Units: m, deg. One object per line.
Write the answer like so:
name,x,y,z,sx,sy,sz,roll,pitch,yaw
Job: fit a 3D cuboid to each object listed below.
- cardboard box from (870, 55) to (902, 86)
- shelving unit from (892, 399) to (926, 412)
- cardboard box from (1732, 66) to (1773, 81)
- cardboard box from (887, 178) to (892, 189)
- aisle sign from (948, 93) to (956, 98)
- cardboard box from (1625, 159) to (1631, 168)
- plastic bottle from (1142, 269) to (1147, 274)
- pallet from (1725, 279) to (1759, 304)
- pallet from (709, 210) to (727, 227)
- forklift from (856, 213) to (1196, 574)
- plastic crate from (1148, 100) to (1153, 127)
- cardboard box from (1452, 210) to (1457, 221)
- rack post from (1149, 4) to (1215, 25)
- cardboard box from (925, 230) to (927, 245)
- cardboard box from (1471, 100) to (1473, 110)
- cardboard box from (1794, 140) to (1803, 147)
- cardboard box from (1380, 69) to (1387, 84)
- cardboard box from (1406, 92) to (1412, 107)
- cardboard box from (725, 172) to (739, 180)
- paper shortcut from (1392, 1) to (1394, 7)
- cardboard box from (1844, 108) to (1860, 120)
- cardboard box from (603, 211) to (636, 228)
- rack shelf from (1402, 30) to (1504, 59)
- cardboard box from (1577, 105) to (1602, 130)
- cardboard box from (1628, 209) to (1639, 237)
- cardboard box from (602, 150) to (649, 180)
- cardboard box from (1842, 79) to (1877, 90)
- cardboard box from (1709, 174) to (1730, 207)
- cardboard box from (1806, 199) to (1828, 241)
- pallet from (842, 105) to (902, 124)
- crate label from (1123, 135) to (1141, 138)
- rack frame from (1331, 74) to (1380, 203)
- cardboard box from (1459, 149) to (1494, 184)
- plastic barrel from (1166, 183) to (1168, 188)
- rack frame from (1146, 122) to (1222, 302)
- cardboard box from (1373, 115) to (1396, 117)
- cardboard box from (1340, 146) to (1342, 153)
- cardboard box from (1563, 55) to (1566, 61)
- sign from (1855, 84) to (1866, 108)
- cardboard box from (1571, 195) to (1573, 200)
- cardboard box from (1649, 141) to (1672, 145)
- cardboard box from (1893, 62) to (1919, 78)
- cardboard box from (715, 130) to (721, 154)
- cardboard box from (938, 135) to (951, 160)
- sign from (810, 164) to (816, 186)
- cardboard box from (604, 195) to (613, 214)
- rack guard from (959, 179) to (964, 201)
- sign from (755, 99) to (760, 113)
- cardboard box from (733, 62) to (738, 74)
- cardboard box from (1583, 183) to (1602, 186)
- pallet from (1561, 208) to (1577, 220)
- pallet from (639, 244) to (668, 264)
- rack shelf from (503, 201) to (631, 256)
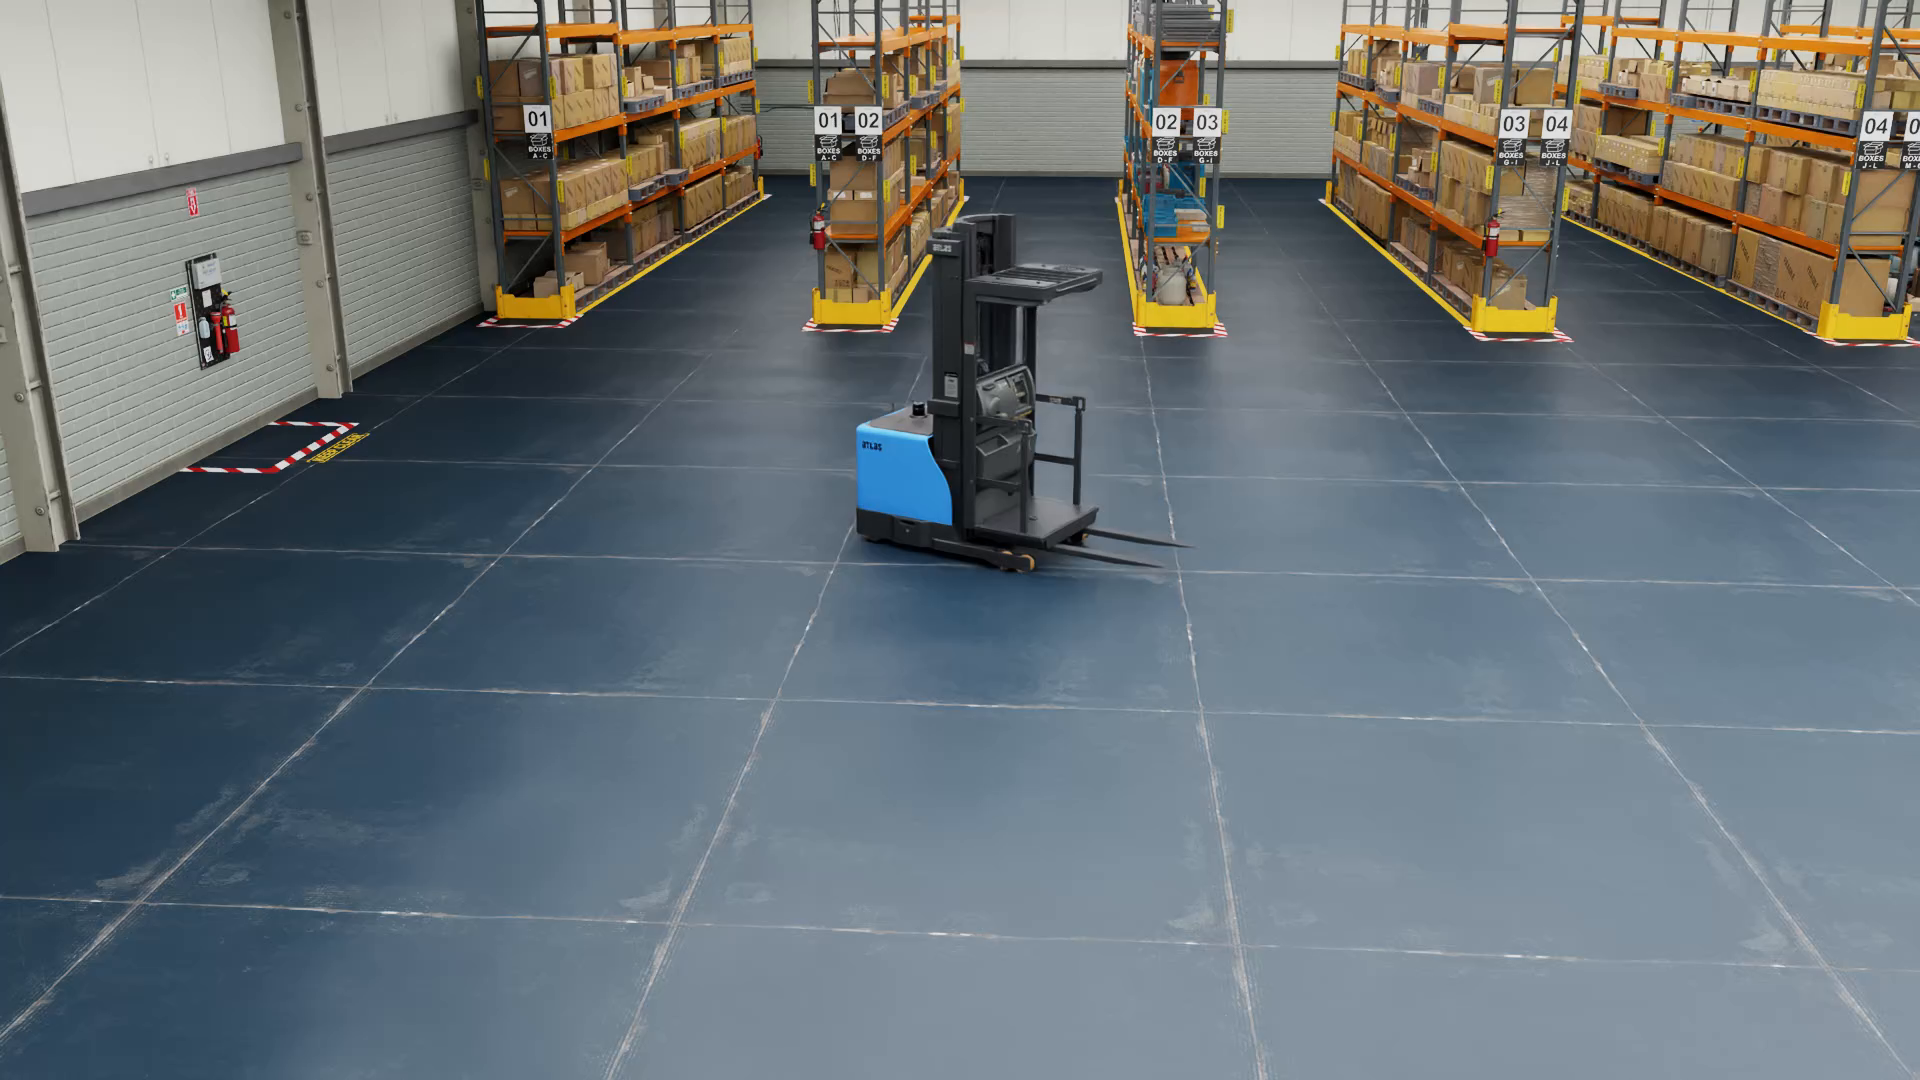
cardboard box,-1.274,-8.109,28.724,0.500,0.500,0.500,2,18,5
shelving unit,-0.479,-0.813,16.036,0.252,1.050,0.215,-13,20,-34
cardboard box,13.905,-8.060,29.217,0.500,0.500,0.500,1,18,4
cardboard box,-1.290,-5.716,26.675,0.380,0.149,0.250,1,18,4
aisle sign,-0.187,-10.985,39.781,0.394,0.787,0.004,1,18,4
cardboard box,13.404,-7.448,32.890,0.380,0.149,0.250,0,18,1
plastic bottle,3.046,-4.270,27.131,0.152,0.276,0.135,1,18,2
pallet,13.331,-4.084,27.375,1.003,0.211,1.213,1,18,4
pallet,-5.705,-7.036,36.383,1.003,0.211,1.213,1,18,4
forklift,0.576,-1.288,14.475,3.031,2.935,1.130,11,21,29
plastic crate,3.133,-6.671,25.999,0.392,0.384,0.575,1,18,4
cardboard box,8.143,-5.218,26.759,0.380,0.149,0.250,1,18,4
rack post,3.404,-8.071,25.552,0.937,0.300,0.954,1,18,3
cardboard box,-0.899,-5.814,31.918,0.500,0.250,0.500,1,18,3
cardboard box,8.152,-6.749,25.812,0.380,0.149,0.250,2,18,5
cardboard box,18.865,-8.725,36.900,0.500,0.500,0.500,2,18,6
cardboard box,8.928,-9.514,34.120,0.500,0.311,0.500,1,18,2
cardboard box,8.485,-8.083,30.523,0.500,0.250,0.500,2,18,5
cardboard box,-5.325,-8.416,38.417,0.380,0.149,0.250,1,18,2
paper shortcut,8.381,-10.367,32.213,0.009,0.170,0.078,11,-13,1
cardboard box,12.862,-6.065,23.694,0.380,0.149,0.250,1,18,4
cardboard box,-6.234,-5.861,30.423,0.500,0.250,0.500,1,18,3
rack shelf,8.667,-8.726,29.226,1.077,0.370,4.000,1,18,4
cardboard box,13.883,-9.264,36.460,0.500,0.500,0.500,2,18,5
cardboard box,13.577,-6.269,32.905,0.500,0.500,0.500,2,18,6
cardboard box,-6.165,-6.910,30.654,0.700,0.500,0.500,4,19,11
cardboard box,12.881,-6.523,23.811,0.380,0.149,0.250,1,18,4
cardboard box,13.270,-6.016,28.632,0.500,0.500,0.500,1,18,3
cardboard box,13.175,-4.760,24.719,0.875,0.550,0.550,1,18,4
pallet,-1.483,-6.748,26.352,1.003,0.211,1.213,1,18,4
crate label,4.097,-9.503,39.607,0.416,0.233,0.303,1,18,4
rack frame,9.383,-9.513,39.464,1.000,3.000,0.127,1,18,4
cardboard box,8.142,-5.850,26.041,0.500,0.500,0.500,1,18,4
plastic barrel,3.831,-6.238,29.693,0.301,0.262,0.301,0,18,0
rack frame,3.296,-4.654,24.636,1.000,3.000,0.127,1,18,4
cardboard box,9.462,-9.154,36.929,0.500,0.500,0.500,1,18,2
cardboard box,8.957,-8.971,38.215,0.380,0.149,0.250,1,18,3
cardboard box,14.073,-11.056,38.155,0.380,0.149,0.250,1,18,3
sign,12.636,-6.226,23.322,0.100,0.325,0.005,1,18,4
cardboard box,13.966,-7.707,37.381,0.380,0.149,0.250,2,18,7
cardboard box,14.108,-7.957,33.491,0.380,0.149,0.250,0,18,1
cardboard box,18.532,-9.033,32.348,0.500,0.500,0.500,1,18,4
cardboard box,-5.507,-8.651,36.165,0.500,0.500,0.500,1,18,3
cardboard box,-0.476,-8.692,36.800,0.500,0.500,0.500,2,18,5
sign,-2.184,-5.445,24.810,0.100,0.325,0.005,1,18,4
cardboard box,-6.095,-5.591,27.703,0.500,0.250,0.500,1,18,4
rack guard,-0.503,-8.524,40.460,1.175,0.500,0.348,1,18,4
sign,-4.898,-10.491,40.209,0.100,0.325,0.005,1,18,4
cardboard box,-5.332,-10.729,37.766,0.500,0.250,0.500,1,18,2
cardboard box,14.489,-8.089,38.068,0.380,0.149,0.250,1,18,2
pallet,14.134,-7.392,37.472,1.003,0.211,1.213,1,18,4
pallet,-6.159,-5.414,31.434,1.003,0.211,1.213,1,18,4
rack shelf,-6.442,-5.154,27.319,1.077,0.370,4.000,1,18,4
